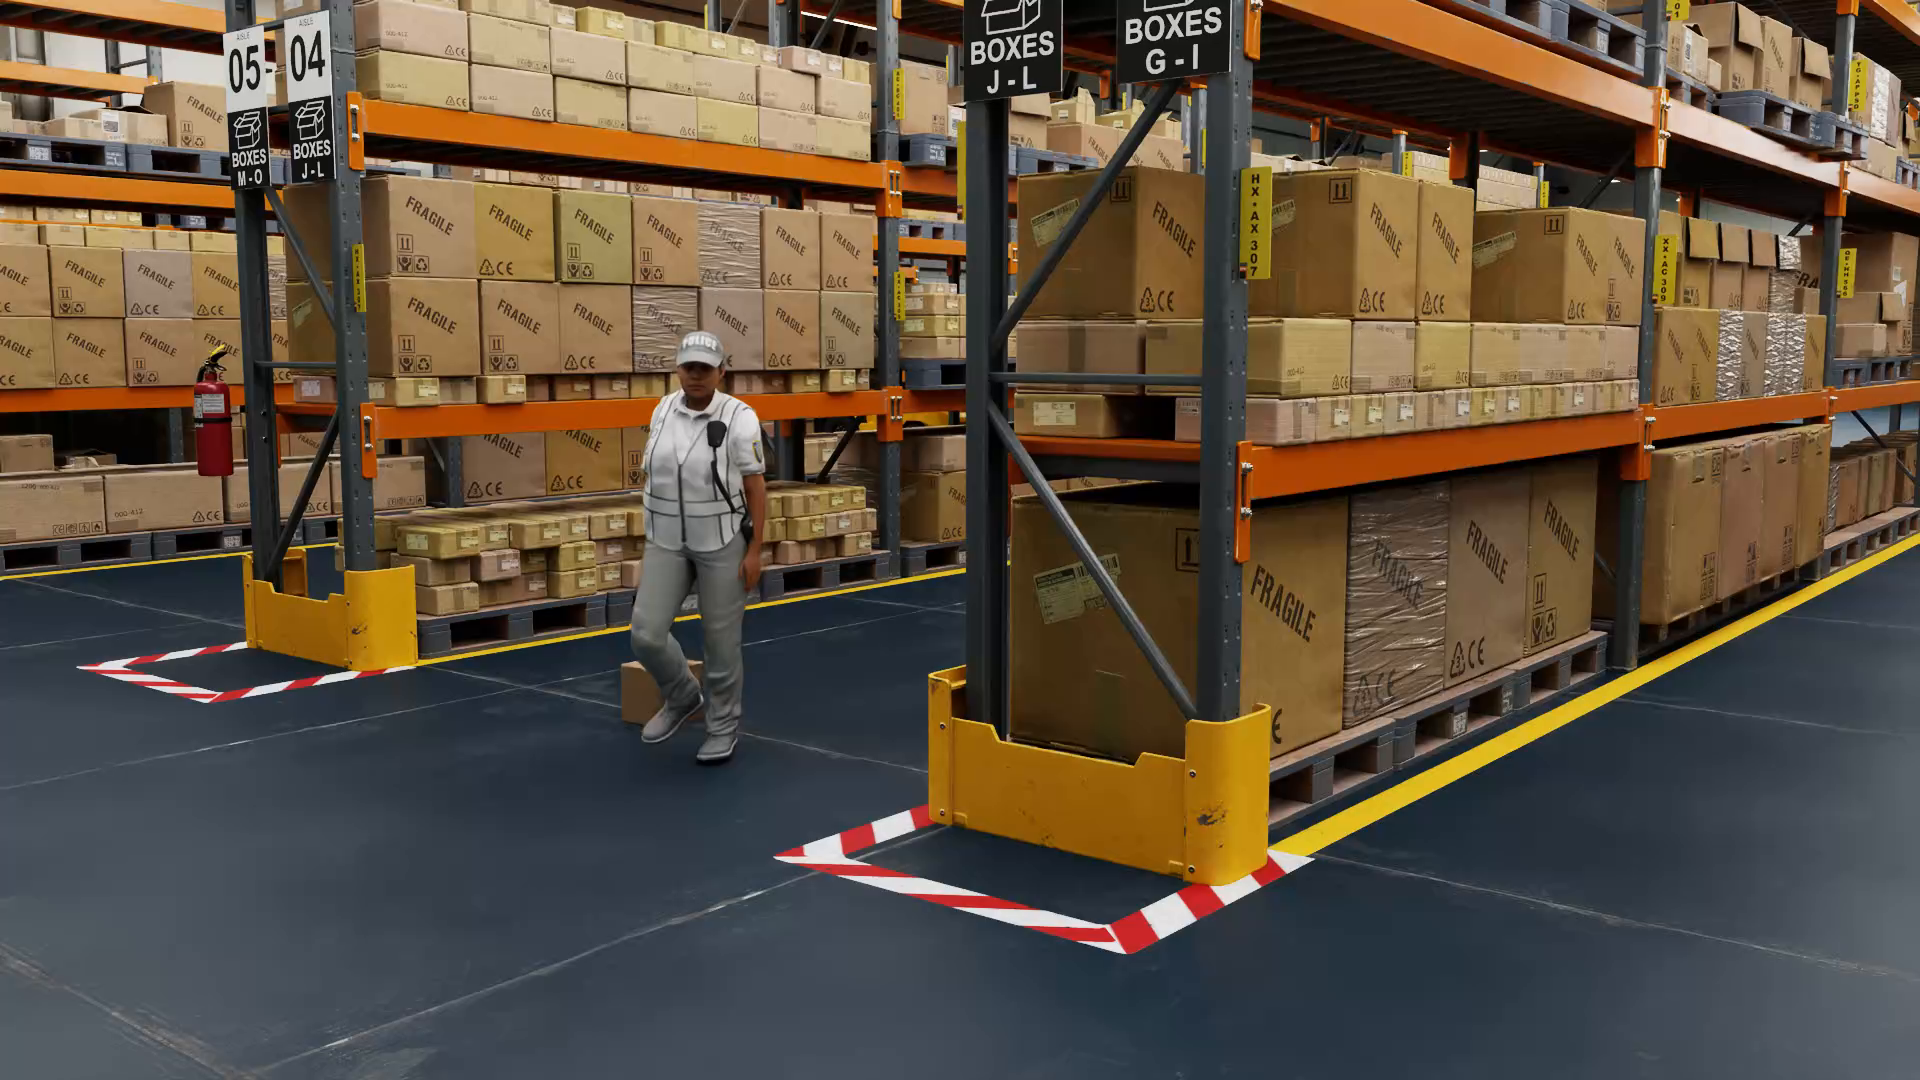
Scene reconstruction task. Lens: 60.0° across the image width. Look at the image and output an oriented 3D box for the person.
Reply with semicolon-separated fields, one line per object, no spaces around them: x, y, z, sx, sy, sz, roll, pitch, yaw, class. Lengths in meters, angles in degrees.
-1.001;0.033;6.361;0.537;1.651;0.481;1;7;10;person
